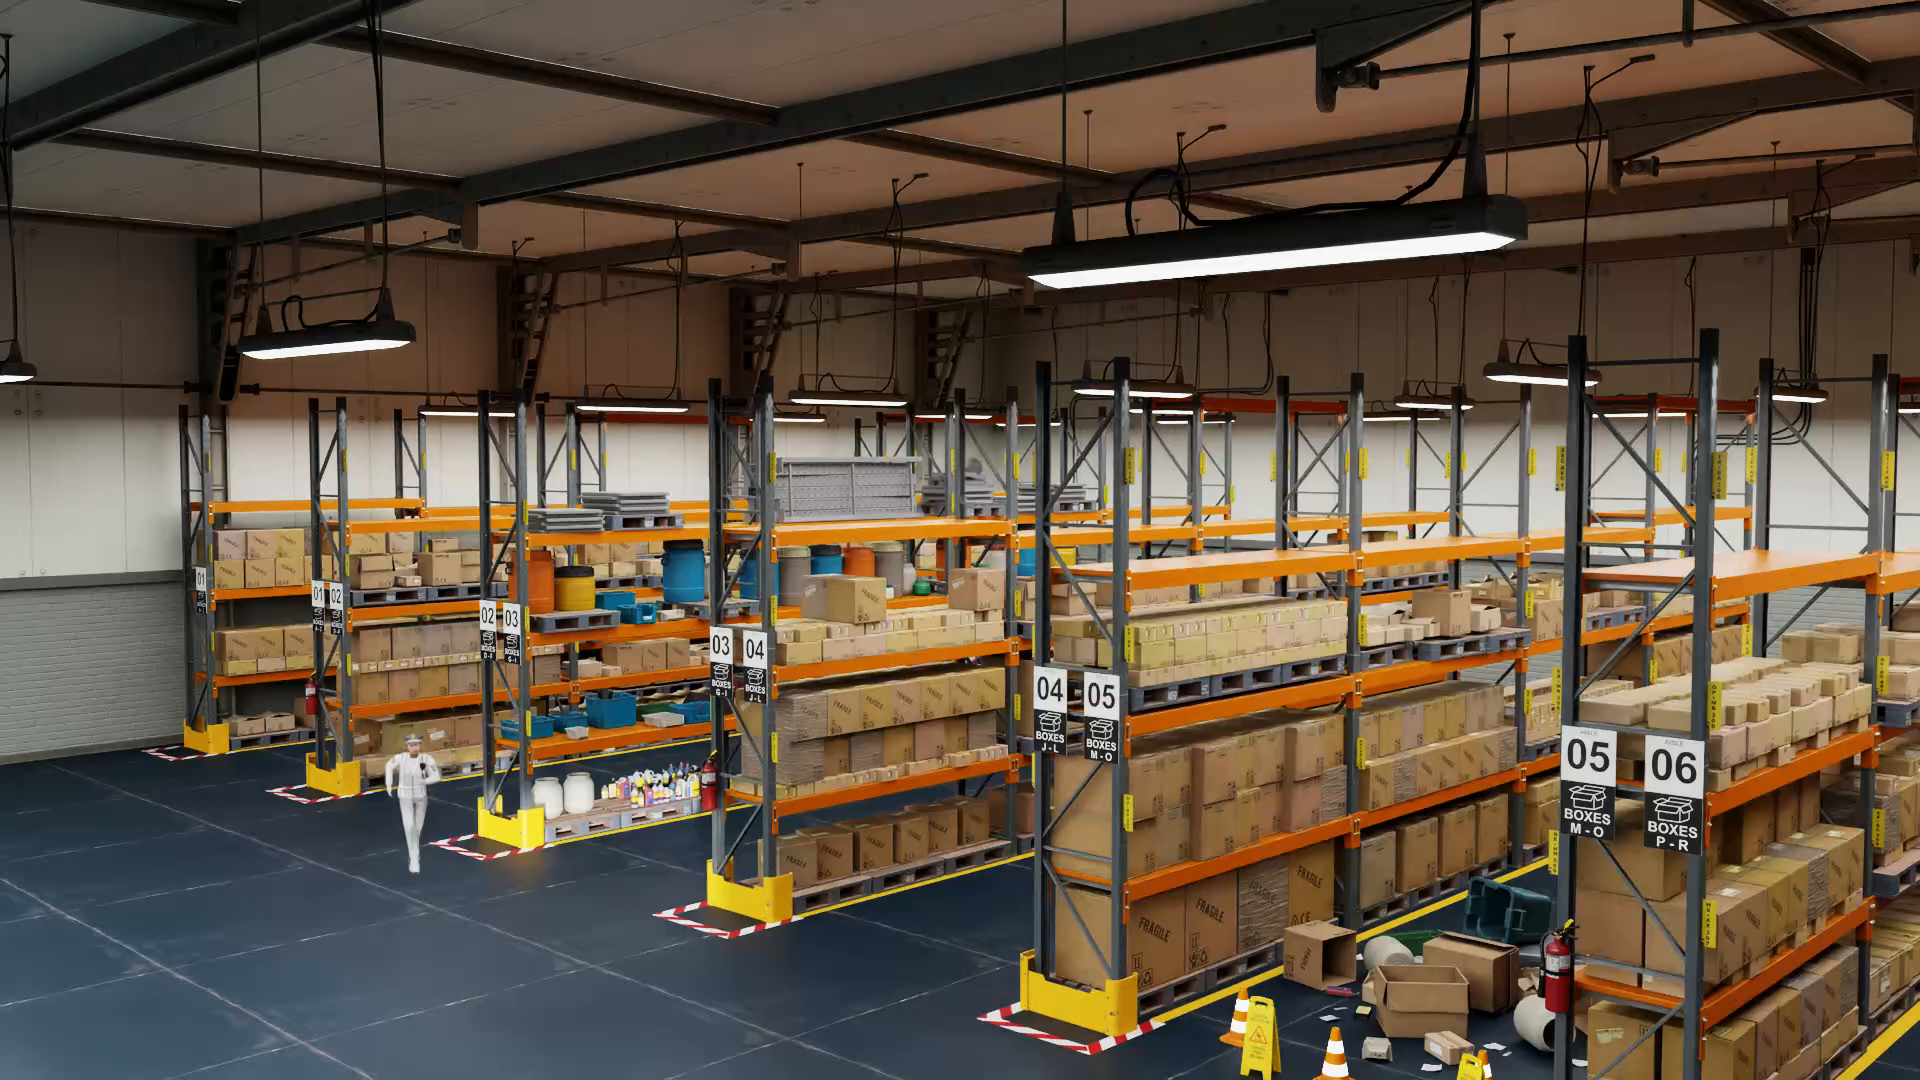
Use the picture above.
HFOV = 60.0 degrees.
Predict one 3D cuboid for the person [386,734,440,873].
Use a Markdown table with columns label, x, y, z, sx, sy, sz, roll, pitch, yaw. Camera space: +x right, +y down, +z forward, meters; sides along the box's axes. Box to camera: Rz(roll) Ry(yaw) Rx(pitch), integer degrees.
| label | x | y | z | sx | sy | sz | roll | pitch | yaw |
| --- | --- | --- | --- | --- | --- | --- | --- | --- | --- |
| person | -6.810 | 3.238 | 20.717 | 0.636 | 1.726 | 0.827 | -1 | 3 | -20 |

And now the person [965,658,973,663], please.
| label | x | y | z | sx | sy | sz | roll | pitch | yaw |
| --- | --- | --- | --- | --- | --- | --- | --- | --- | --- |
| person | 0.090 | 2.726 | 30.870 | 0.624 | 1.658 | 0.555 | 3 | 4 | 43 |
